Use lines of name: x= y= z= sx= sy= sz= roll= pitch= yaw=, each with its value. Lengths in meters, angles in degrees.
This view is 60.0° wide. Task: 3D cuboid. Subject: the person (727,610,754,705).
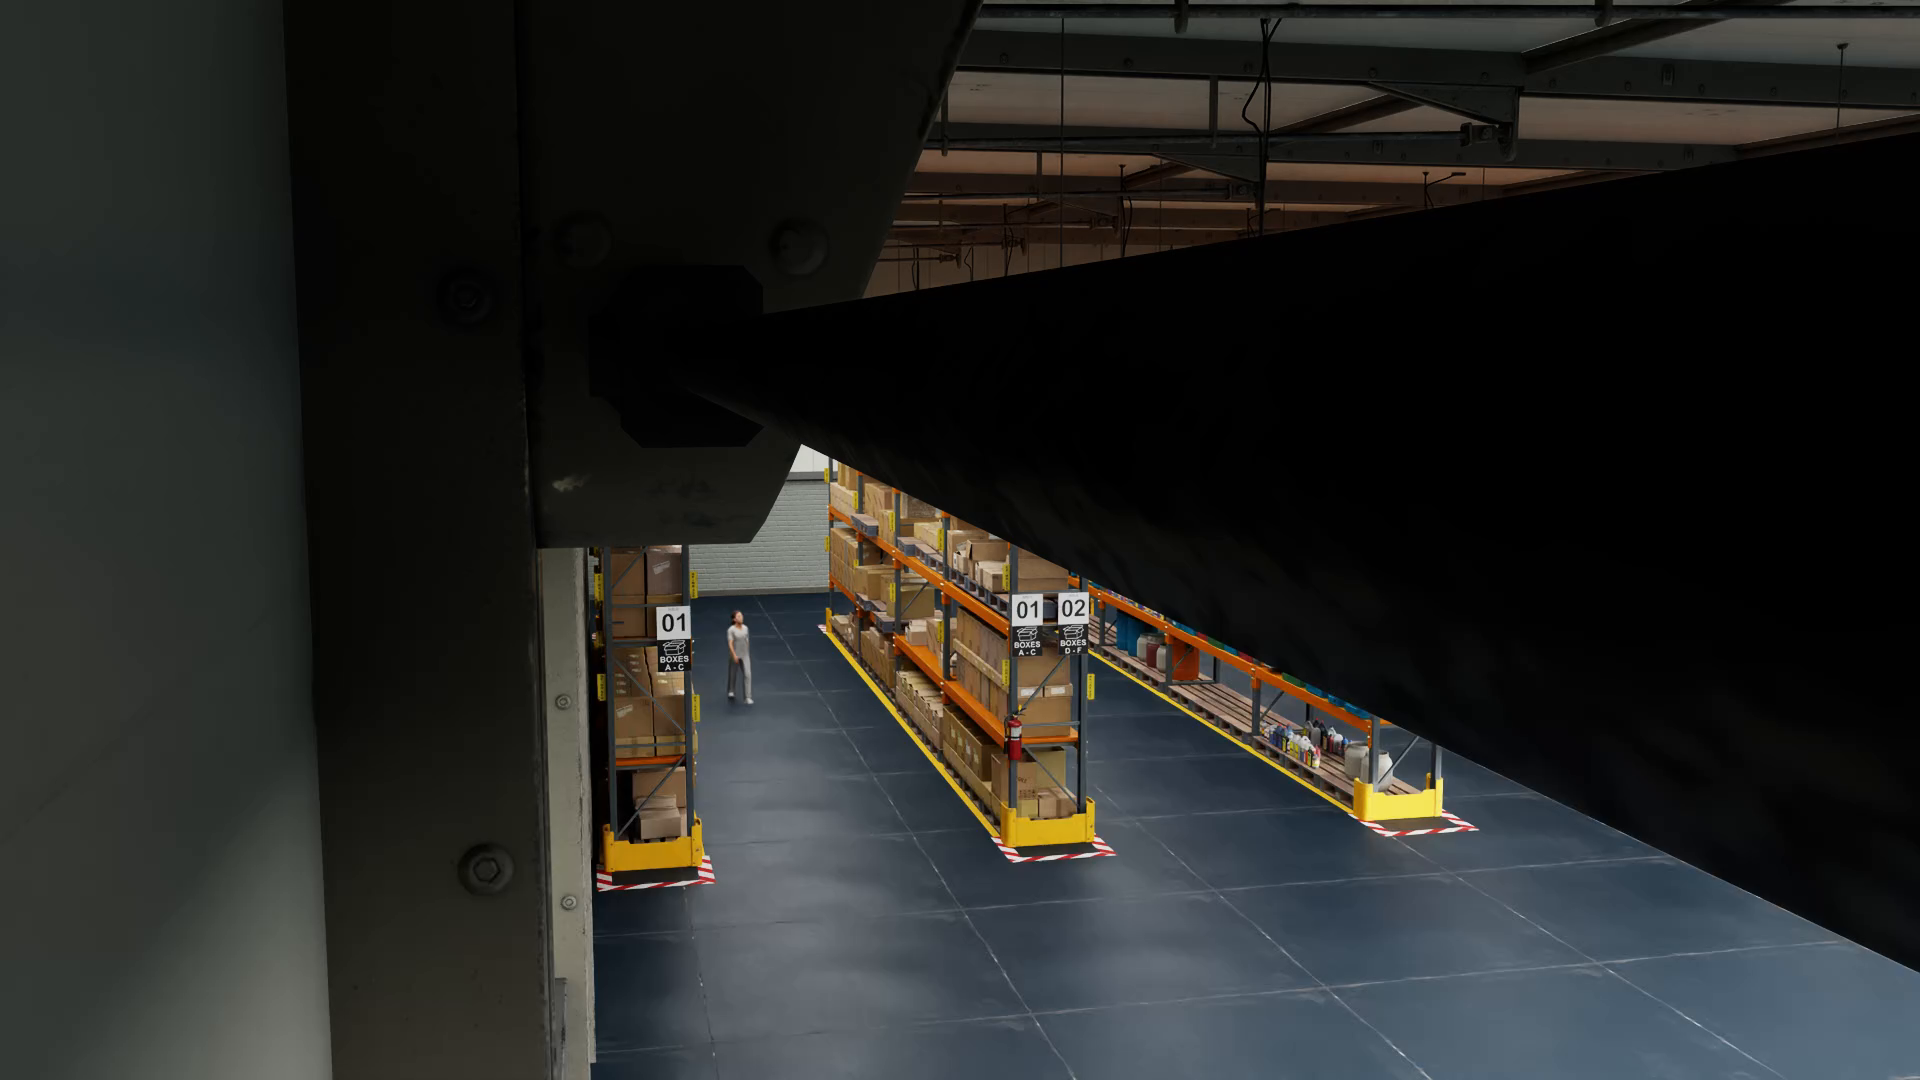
person: x=-3.881 y=2.057 z=29.295 sx=0.453 sy=1.598 sz=1.015 roll=-3 pitch=7 yaw=-20
